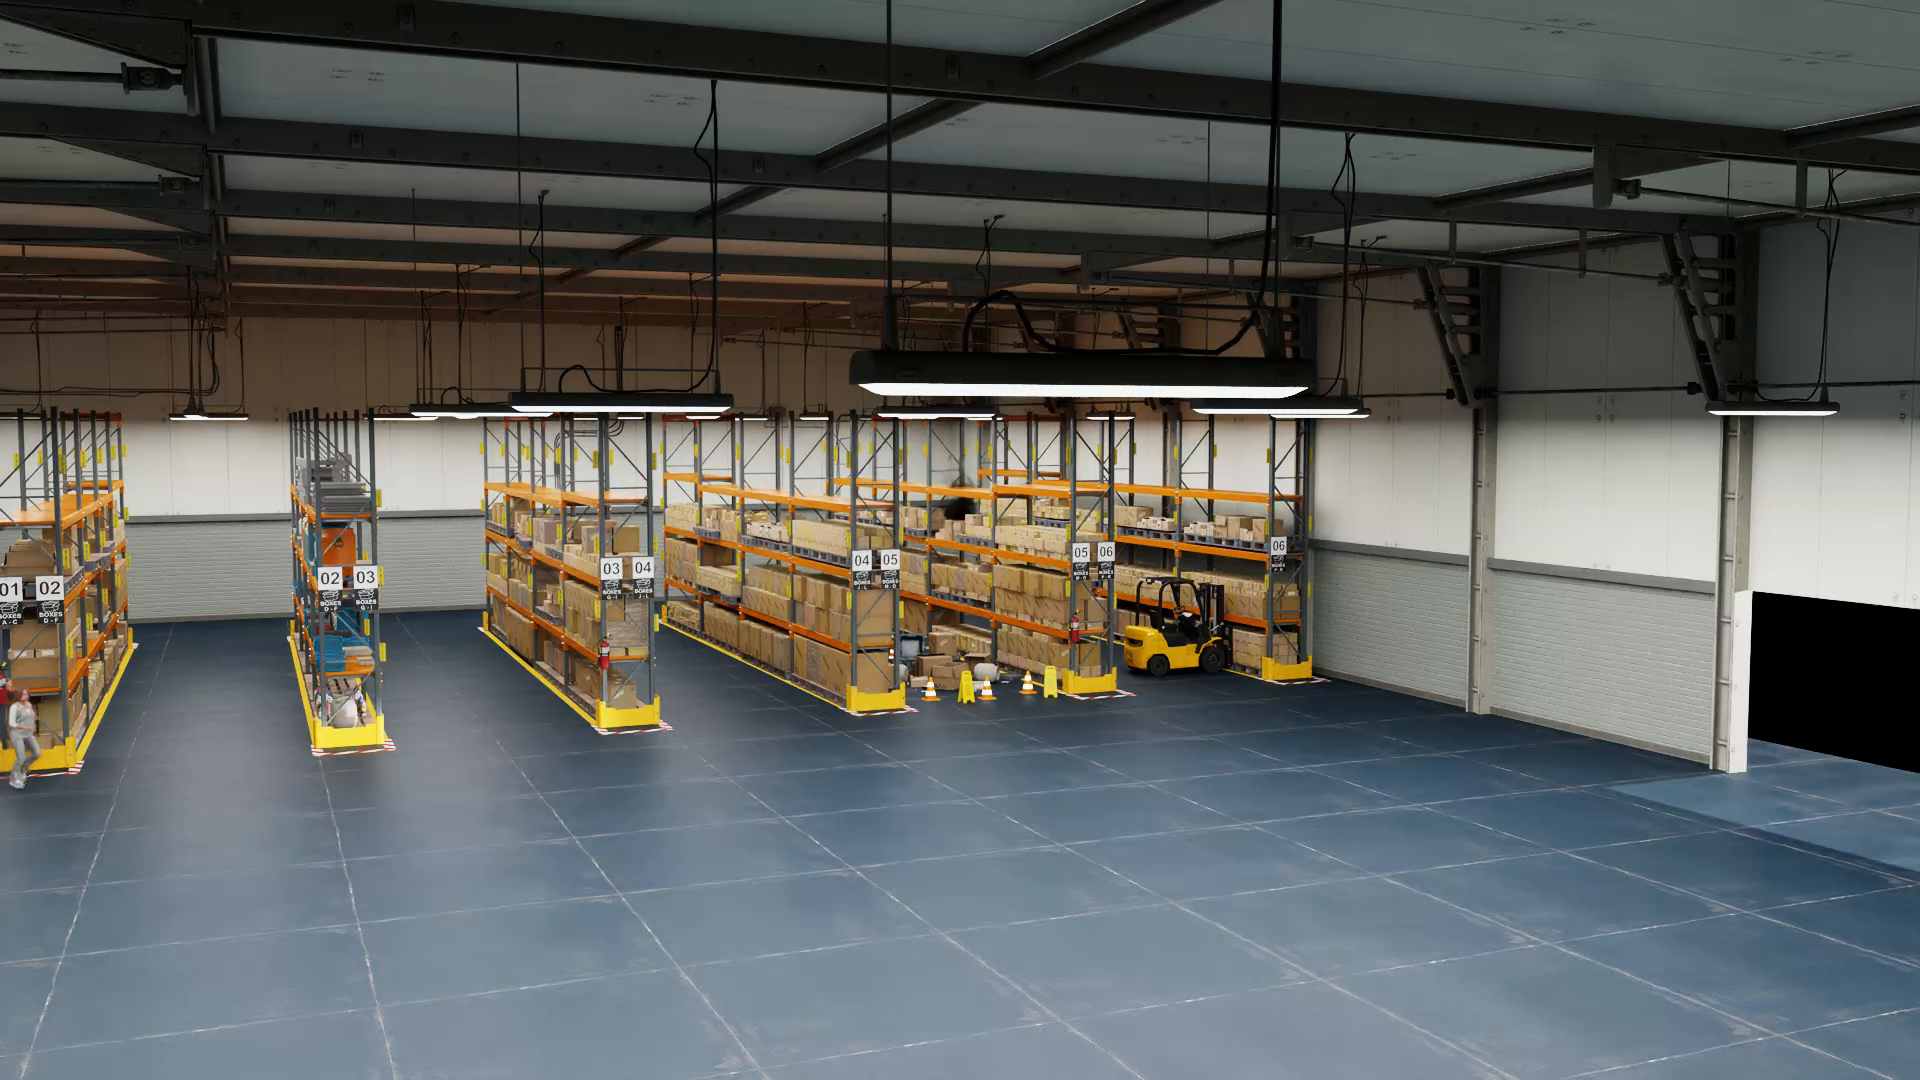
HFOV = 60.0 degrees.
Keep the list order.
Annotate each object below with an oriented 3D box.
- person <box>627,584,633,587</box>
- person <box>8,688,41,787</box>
[{"bbox_3d":[-9.483,1.639,47.010,0.632,1.598,0.549,0,4,-4],"label":"person"},{"bbox_3d":[-14.715,3.103,26.198,0.574,1.573,0.571,1,4,14],"label":"person"}]
